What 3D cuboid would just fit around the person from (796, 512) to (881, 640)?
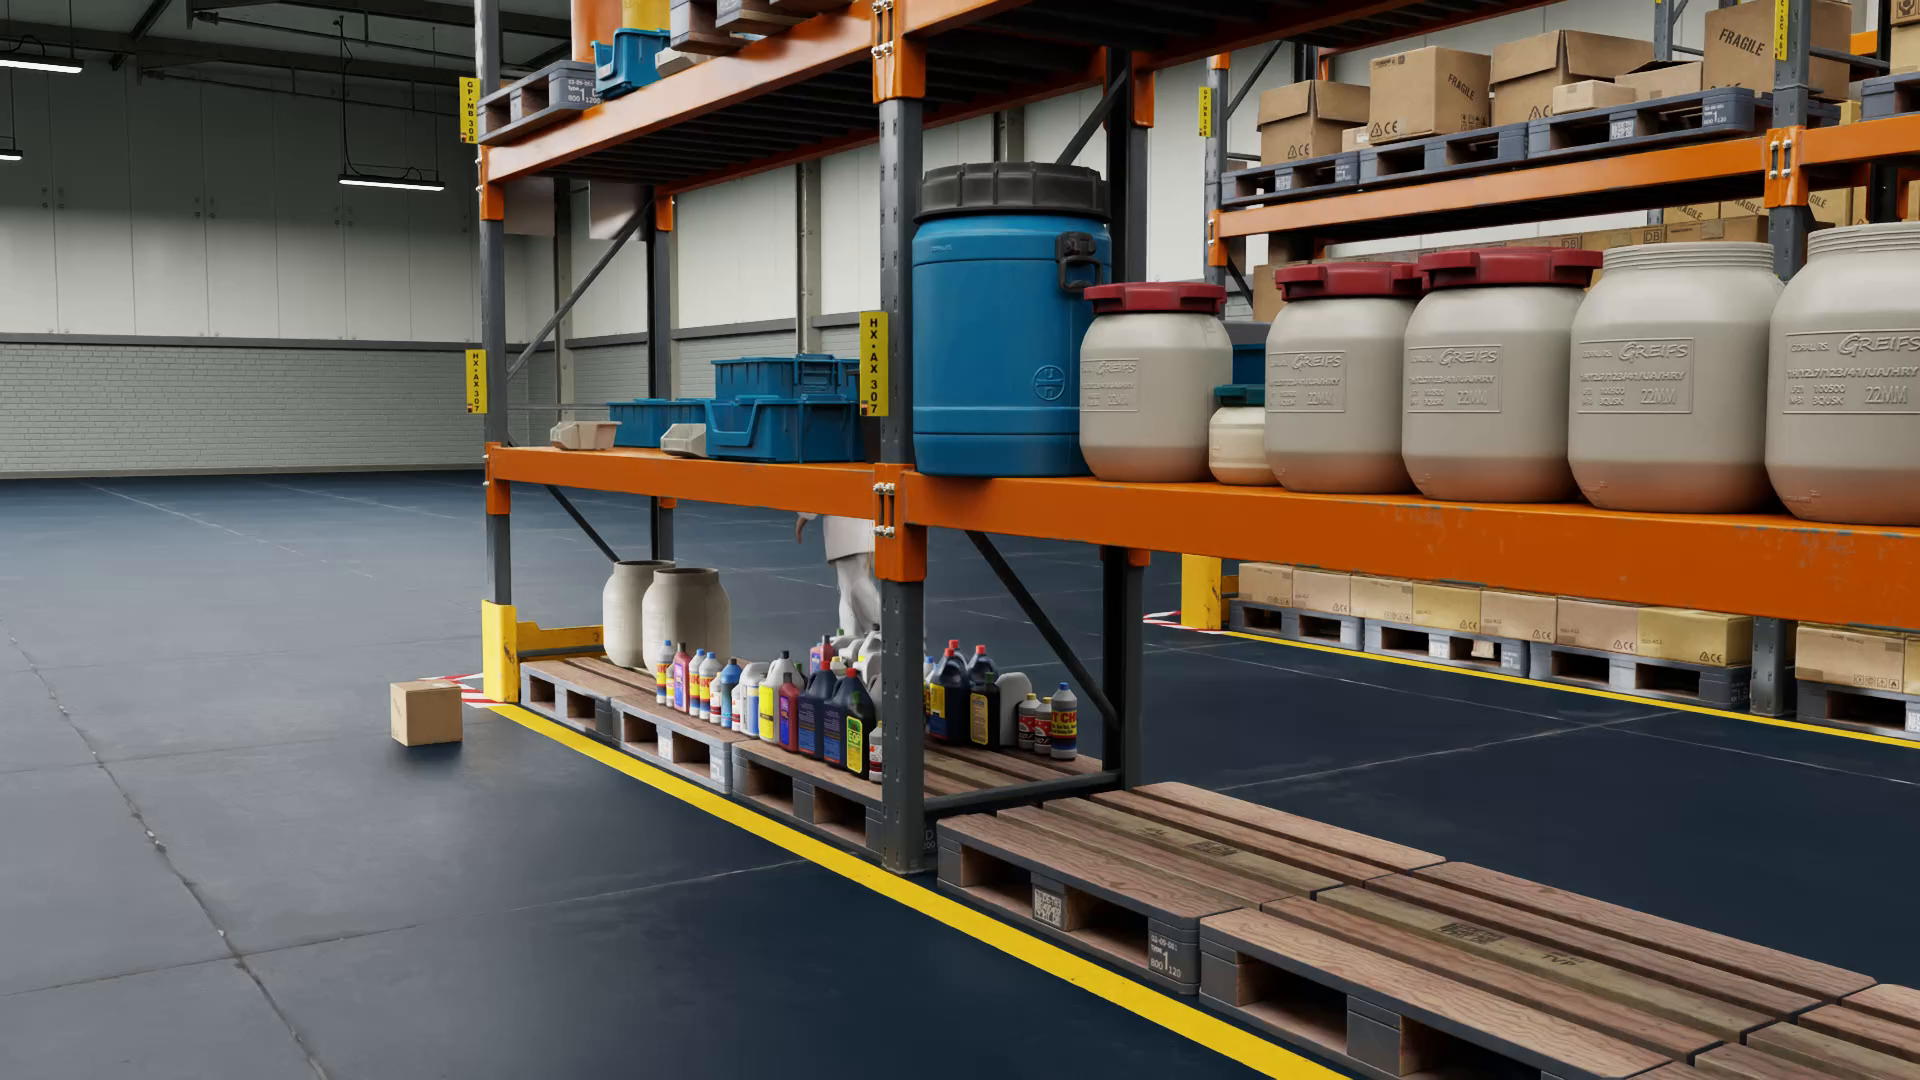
[{"bbox_3d":[-0.558,-0.125,9.414,0.635,1.737,1.123,-3,6,-36],"label":"person"}]
